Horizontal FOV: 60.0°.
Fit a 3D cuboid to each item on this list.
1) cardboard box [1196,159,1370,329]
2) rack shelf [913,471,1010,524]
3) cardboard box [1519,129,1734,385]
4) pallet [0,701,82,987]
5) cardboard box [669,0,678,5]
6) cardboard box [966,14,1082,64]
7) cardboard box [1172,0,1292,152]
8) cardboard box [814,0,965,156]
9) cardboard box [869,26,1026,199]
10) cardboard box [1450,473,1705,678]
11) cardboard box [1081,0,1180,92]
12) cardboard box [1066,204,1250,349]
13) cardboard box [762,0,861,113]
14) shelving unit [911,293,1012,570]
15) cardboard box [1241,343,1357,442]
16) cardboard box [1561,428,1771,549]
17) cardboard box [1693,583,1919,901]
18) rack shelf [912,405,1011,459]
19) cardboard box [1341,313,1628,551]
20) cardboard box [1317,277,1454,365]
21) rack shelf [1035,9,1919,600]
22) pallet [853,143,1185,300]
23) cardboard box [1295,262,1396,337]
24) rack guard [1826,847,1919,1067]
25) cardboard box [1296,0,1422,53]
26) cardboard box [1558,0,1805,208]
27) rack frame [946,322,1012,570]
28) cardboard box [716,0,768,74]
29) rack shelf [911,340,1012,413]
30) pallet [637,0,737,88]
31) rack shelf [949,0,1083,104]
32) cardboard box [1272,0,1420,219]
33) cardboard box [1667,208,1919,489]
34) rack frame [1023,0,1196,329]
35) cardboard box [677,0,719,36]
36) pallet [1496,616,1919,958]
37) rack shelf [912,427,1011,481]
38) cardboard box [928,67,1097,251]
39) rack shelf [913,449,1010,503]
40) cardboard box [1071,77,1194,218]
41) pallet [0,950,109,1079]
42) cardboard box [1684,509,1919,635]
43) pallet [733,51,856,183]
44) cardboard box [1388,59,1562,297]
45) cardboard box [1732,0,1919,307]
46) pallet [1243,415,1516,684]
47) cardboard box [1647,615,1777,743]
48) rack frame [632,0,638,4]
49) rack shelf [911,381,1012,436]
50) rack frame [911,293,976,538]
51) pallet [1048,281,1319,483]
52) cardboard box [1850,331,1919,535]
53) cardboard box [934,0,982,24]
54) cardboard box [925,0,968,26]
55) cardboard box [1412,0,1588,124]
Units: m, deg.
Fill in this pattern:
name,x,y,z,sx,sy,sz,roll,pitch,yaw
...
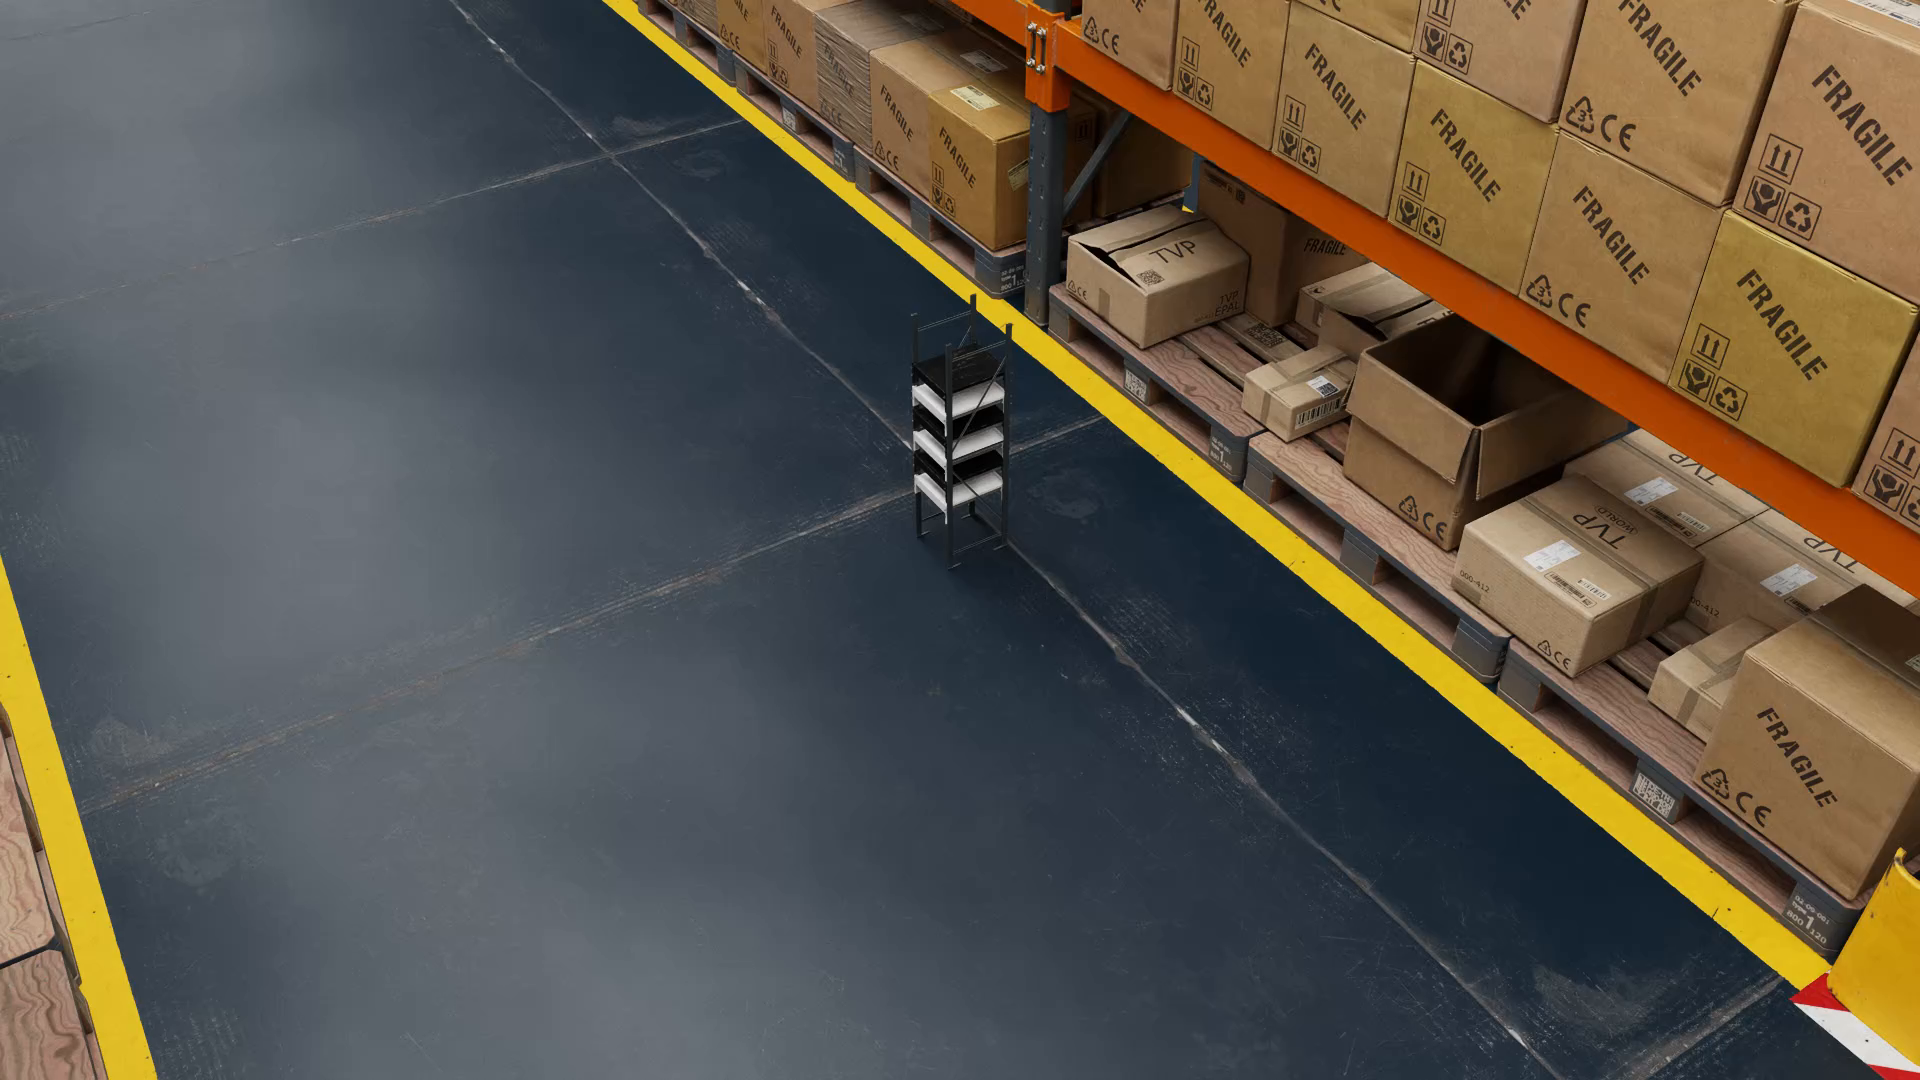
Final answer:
name,x,y,z,sx,sy,sz,roll,pitch,yaw
cardboard box,1.263,-1.217,6.476,0.500,0.500,0.500,-22,45,-24
rack shelf,0.004,-0.177,5.593,0.258,0.077,0.200,-22,45,-24
cardboard box,1.852,-0.795,4.283,0.500,0.500,0.500,-22,45,-24
pallet,-3.033,0.940,4.457,1.003,0.211,1.213,-22,45,-24
cardboard box,-1.430,-3.241,8.906,0.500,0.500,0.500,-20,44,-23
cardboard box,0.366,-2.056,7.483,0.500,0.500,0.500,-22,44,-24
cardboard box,1.039,-1.612,5.263,0.500,0.500,0.500,-21,44,-24
cardboard box,-0.318,-2.135,7.578,0.500,0.500,0.500,-22,44,-24
cardboard box,-0.049,-1.864,7.253,0.500,0.500,0.500,-22,45,-24
cardboard box,1.882,0.097,5.095,0.500,0.250,0.500,-22,45,-24
cardboard box,0.761,-1.887,5.594,0.500,0.500,0.500,-21,44,-23
cardboard box,0.760,-1.053,6.427,0.500,0.311,0.500,-22,45,-24
cardboard box,-0.593,-2.408,7.906,0.500,0.500,0.500,-24,45,-26
shelving unit,0.004,-0.341,5.457,0.258,0.900,0.210,-22,45,-24
cardboard box,1.234,-0.534,5.917,0.380,0.166,0.250,-22,45,-24
cardboard box,2.277,-0.102,5.334,0.500,0.250,0.500,-22,45,-24
cardboard box,2.368,0.524,4.387,0.500,0.500,0.500,-22,45,-24
rack shelf,0.004,-0.385,5.420,0.258,0.077,0.200,-22,45,-24
cardboard box,1.732,-0.416,5.512,0.797,0.503,0.637,-22,45,-24
cardboard box,1.666,-0.739,6.051,0.500,0.311,0.500,-22,45,-24
rack shelf,1.792,-0.862,5.003,1.077,0.370,4.000,-22,45,-24
pallet,0.248,-1.573,7.472,1.003,0.211,1.213,-22,45,-24
cardboard box,1.515,-0.900,6.370,0.380,0.149,0.250,-22,45,-24
rack guard,2.827,0.860,4.327,1.175,0.500,0.348,-22,45,-24
cardboard box,1.287,-1.733,4.628,0.500,0.500,0.500,-24,45,-26
cardboard box,1.842,-1.178,3.961,0.500,0.500,0.500,-21,44,-23
rack frame,0.059,-0.286,5.391,0.240,0.900,0.006,-22,45,-24
cardboard box,-0.878,-2.688,8.242,0.500,0.500,0.500,-23,45,-25
rack shelf,0.004,-0.523,5.305,0.258,0.077,0.200,-22,45,-24
pallet,-1.064,-2.890,9.053,1.003,0.211,1.213,-22,45,-24
rack shelf,-0.358,-3.021,7.594,1.077,0.370,4.000,-22,45,-24
cardboard box,1.306,-1.341,4.938,0.500,0.500,0.500,-22,45,-25
cardboard box,2.116,-0.524,3.958,0.500,0.500,0.500,-22,45,-24
rack frame,0.717,-2.218,6.068,1.000,3.000,0.127,-22,45,-24
cardboard box,-1.144,-2.961,8.569,0.500,0.500,0.500,-24,45,-26
pallet,2.398,0.542,4.935,1.003,0.211,1.213,-22,45,-24
rack shelf,0.004,-0.316,5.478,0.258,0.077,0.200,-22,45,-24
cardboard box,0.210,-1.594,6.929,0.500,0.500,0.500,-22,45,-25
rack shelf,0.004,-0.247,5.536,0.258,0.077,0.200,-22,45,-24
cardboard box,0.662,-1.772,7.142,0.500,0.500,0.500,-24,46,-26
pallet,-2.373,1.599,3.666,1.003,0.211,1.213,-22,45,-24
cardboard box,2.546,0.167,5.010,0.500,0.250,0.500,-22,45,-24
pallet,-0.412,-2.232,8.263,1.003,0.211,1.213,-22,45,-24
cardboard box,1.581,-1.067,4.610,0.500,0.500,0.500,-23,45,-25
cardboard box,2.124,-0.899,3.627,0.500,0.500,0.500,-21,44,-23
pallet,1.746,-0.116,5.725,1.003,0.211,1.213,-22,45,-24
cardboard box,2.226,0.402,4.794,0.380,0.166,0.250,-22,45,-24
rack frame,-1.434,-4.377,8.659,1.000,3.000,0.127,-22,45,-24
rack shelf,0.004,-0.454,5.363,0.258,0.077,0.200,-22,45,-24
rack frame,-0.050,-0.396,5.523,0.240,0.900,0.006,-22,45,-24
pallet,1.086,-0.775,6.516,1.003,0.211,1.213,-22,45,-24
cardboard box,2.398,-0.245,3.623,0.500,0.500,0.500,-21,44,-23
cardboard box,0.125,-2.599,7.549,0.500,0.250,0.500,-22,45,-24
cardboard box,0.104,-2.328,7.809,0.500,0.500,0.500,-22,44,-24
cardboard box,1.565,-1.455,4.294,0.500,0.500,0.500,-21,44,-23
